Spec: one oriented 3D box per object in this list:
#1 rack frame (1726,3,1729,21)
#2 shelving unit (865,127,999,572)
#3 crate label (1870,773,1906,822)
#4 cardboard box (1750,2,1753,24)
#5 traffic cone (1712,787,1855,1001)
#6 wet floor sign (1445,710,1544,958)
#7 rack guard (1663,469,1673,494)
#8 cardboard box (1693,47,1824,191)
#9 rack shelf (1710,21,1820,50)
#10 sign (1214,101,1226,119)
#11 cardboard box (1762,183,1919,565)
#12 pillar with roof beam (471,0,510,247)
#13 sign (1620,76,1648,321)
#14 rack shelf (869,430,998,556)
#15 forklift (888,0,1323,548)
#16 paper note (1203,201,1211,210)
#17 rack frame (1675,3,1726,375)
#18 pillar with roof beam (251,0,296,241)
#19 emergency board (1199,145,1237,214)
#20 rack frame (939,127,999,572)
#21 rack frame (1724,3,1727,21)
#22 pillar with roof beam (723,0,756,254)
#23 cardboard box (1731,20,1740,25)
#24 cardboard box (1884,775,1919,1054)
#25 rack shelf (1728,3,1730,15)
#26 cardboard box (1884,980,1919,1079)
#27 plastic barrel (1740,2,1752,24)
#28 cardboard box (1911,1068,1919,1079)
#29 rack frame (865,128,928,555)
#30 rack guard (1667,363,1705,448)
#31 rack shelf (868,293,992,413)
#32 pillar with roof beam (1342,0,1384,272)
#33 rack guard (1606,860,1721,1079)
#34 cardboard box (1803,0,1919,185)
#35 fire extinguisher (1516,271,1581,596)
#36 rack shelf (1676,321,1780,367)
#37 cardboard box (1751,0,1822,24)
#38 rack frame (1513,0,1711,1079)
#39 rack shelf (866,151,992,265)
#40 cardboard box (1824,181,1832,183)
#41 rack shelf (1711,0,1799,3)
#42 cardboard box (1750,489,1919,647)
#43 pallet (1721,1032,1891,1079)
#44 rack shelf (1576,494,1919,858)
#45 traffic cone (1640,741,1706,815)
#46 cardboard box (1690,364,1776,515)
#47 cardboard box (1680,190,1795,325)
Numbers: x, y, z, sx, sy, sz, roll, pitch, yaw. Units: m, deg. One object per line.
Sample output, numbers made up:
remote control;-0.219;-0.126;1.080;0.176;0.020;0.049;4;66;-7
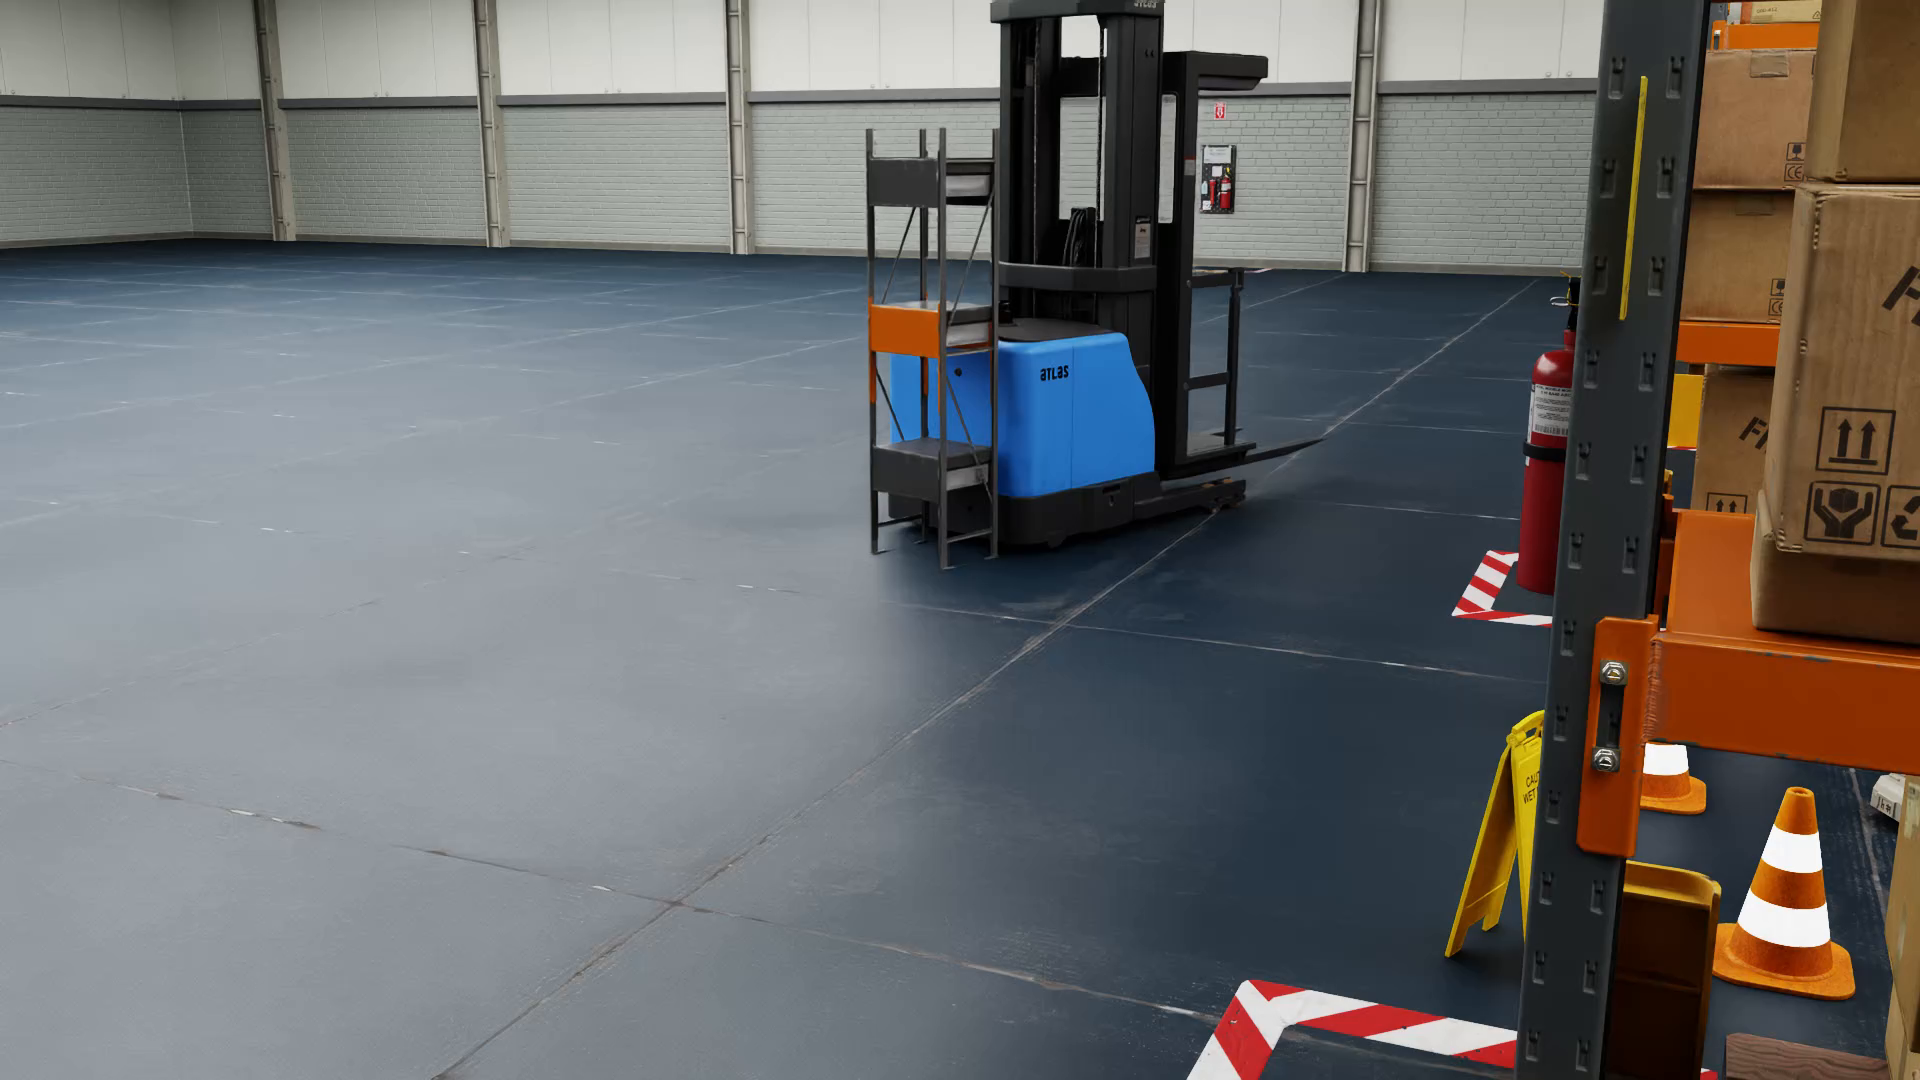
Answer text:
rack frame;9.180;-7.221;19.832;0.127;3.000;1.000;6;14;23
shelving unit;-0.132;-0.940;8.166;0.503;2.100;0.431;12;18;42
crate label;2.949;0.798;5.053;0.298;0.136;0.250;-1;13;-6
cardboard box;5.708;-3.628;11.411;0.500;0.250;0.500;6;15;25
traffic cone;2.066;0.843;4.148;0.334;0.463;0.336;6;14;23
wet floor sign;1.410;0.743;4.176;0.232;0.644;0.267;12;18;42
rack guard;3.041;0.009;7.621;0.348;0.500;1.175;6;14;23
cardboard box;3.387;-1.762;7.004;0.550;0.550;0.875;6;14;23
rack shelf;6.993;-3.157;10.652;4.000;0.370;1.077;6;14;23
sign;4.477;-7.394;28.623;0.199;0.298;0.001;6;14;23
cardboard box;1.471;-0.254;2.401;0.500;0.500;0.500;6;14;22
pillar with roof beam;-11.513;-9.694;30.368;0.400;9.000;9.100;6;14;23
sign;0.931;-0.470;2.298;0.005;0.325;0.100;6;14;23
rack shelf;-0.132;-0.246;8.329;0.480;0.518;0.431;12;18;42
forklift;0.999;-1.653;9.382;1.130;2.935;3.031;13;18;43
paper note;4.310;-5.845;29.028;0.142;0.148;0.016;6;14;23
rack frame;5.165;-2.232;11.701;0.127;3.000;1.000;6;14;23
pillar with roof beam;-16.999;-10.249;32.734;0.400;9.000;9.100;6;14;23
emergency board;4.444;-6.243;28.796;0.643;1.169;0.194;6;14;23
rack frame;0.045;-0.902;8.003;0.015;2.100;0.400;12;18;42
rack frame;7.171;-6.187;15.424;0.127;3.000;1.000;6;14;23
pillar with roof beam;-6.027;-9.139;28.002;0.400;9.000;9.100;6;14;23
cardboard box;11.437;-7.255;24.089;0.500;0.500;0.500;5;14;19
cardboard box;1.989;0.627;2.976;0.500;0.500;0.500;6;14;24
rack shelf;13.012;-7.720;23.536;4.000;0.370;1.077;6;14;23
cardboard box;2.021;0.993;3.057;0.500;0.250;0.500;6;14;23
plastic barrel;7.666;-5.122;15.591;0.708;0.830;0.600;6;14;23
cardboard box;1.776;1.104;2.581;0.500;0.250;0.500;6;14;23
rack frame;-0.310;-0.979;8.329;0.015;2.100;0.400;12;18;42
rack guard;5.234;-1.008;11.956;0.348;0.500;1.175;6;14;23
rack shelf;-0.132;-0.927;8.170;0.480;0.518;0.431;12;18;42
pillar with roof beam;4.944;-8.028;23.270;0.400;9.000;9.100;6;14;23
rack guard;1.220;1.062;3.135;0.348;0.500;1.175;6;14;23
cardboard box;1.706;-0.841;2.713;0.500;0.500;0.700;5;14;22
fire extinguisher;1.233;-0.231;3.344;0.183;0.674;0.296;6;14;23
rack shelf;4.892;-0.670;6.619;4.000;0.370;1.077;6;14;23
cardboard box;5.500;-3.521;10.955;0.500;0.250;0.500;6;15;25
rack frame;1.151;-0.162;2.880;0.127;3.000;1.000;6;14;23
rack shelf;-0.132;-1.609;8.010;0.480;0.518;0.431;12;18;42
cardboard box;1.758;-0.363;2.865;0.500;0.500;0.500;6;14;22
rack shelf;4.892;-2.130;6.276;4.000;0.370;1.077;6;14;23
cardboard box;1.377;0.035;2.590;0.250;0.149;0.380;6;14;23
pallet;1.949;1.285;2.816;1.213;0.211;1.003;6;14;23
rack shelf;2.979;0.373;2.173;4.000;0.370;1.077;6;14;23
traffic cone;2.205;0.580;5.270;0.334;0.463;0.336;6;14;23
cardboard box;3.710;-0.326;7.312;0.875;0.875;0.875;6;14;24
cardboard box;3.421;-1.254;7.202;0.550;0.550;0.875;6;14;23
